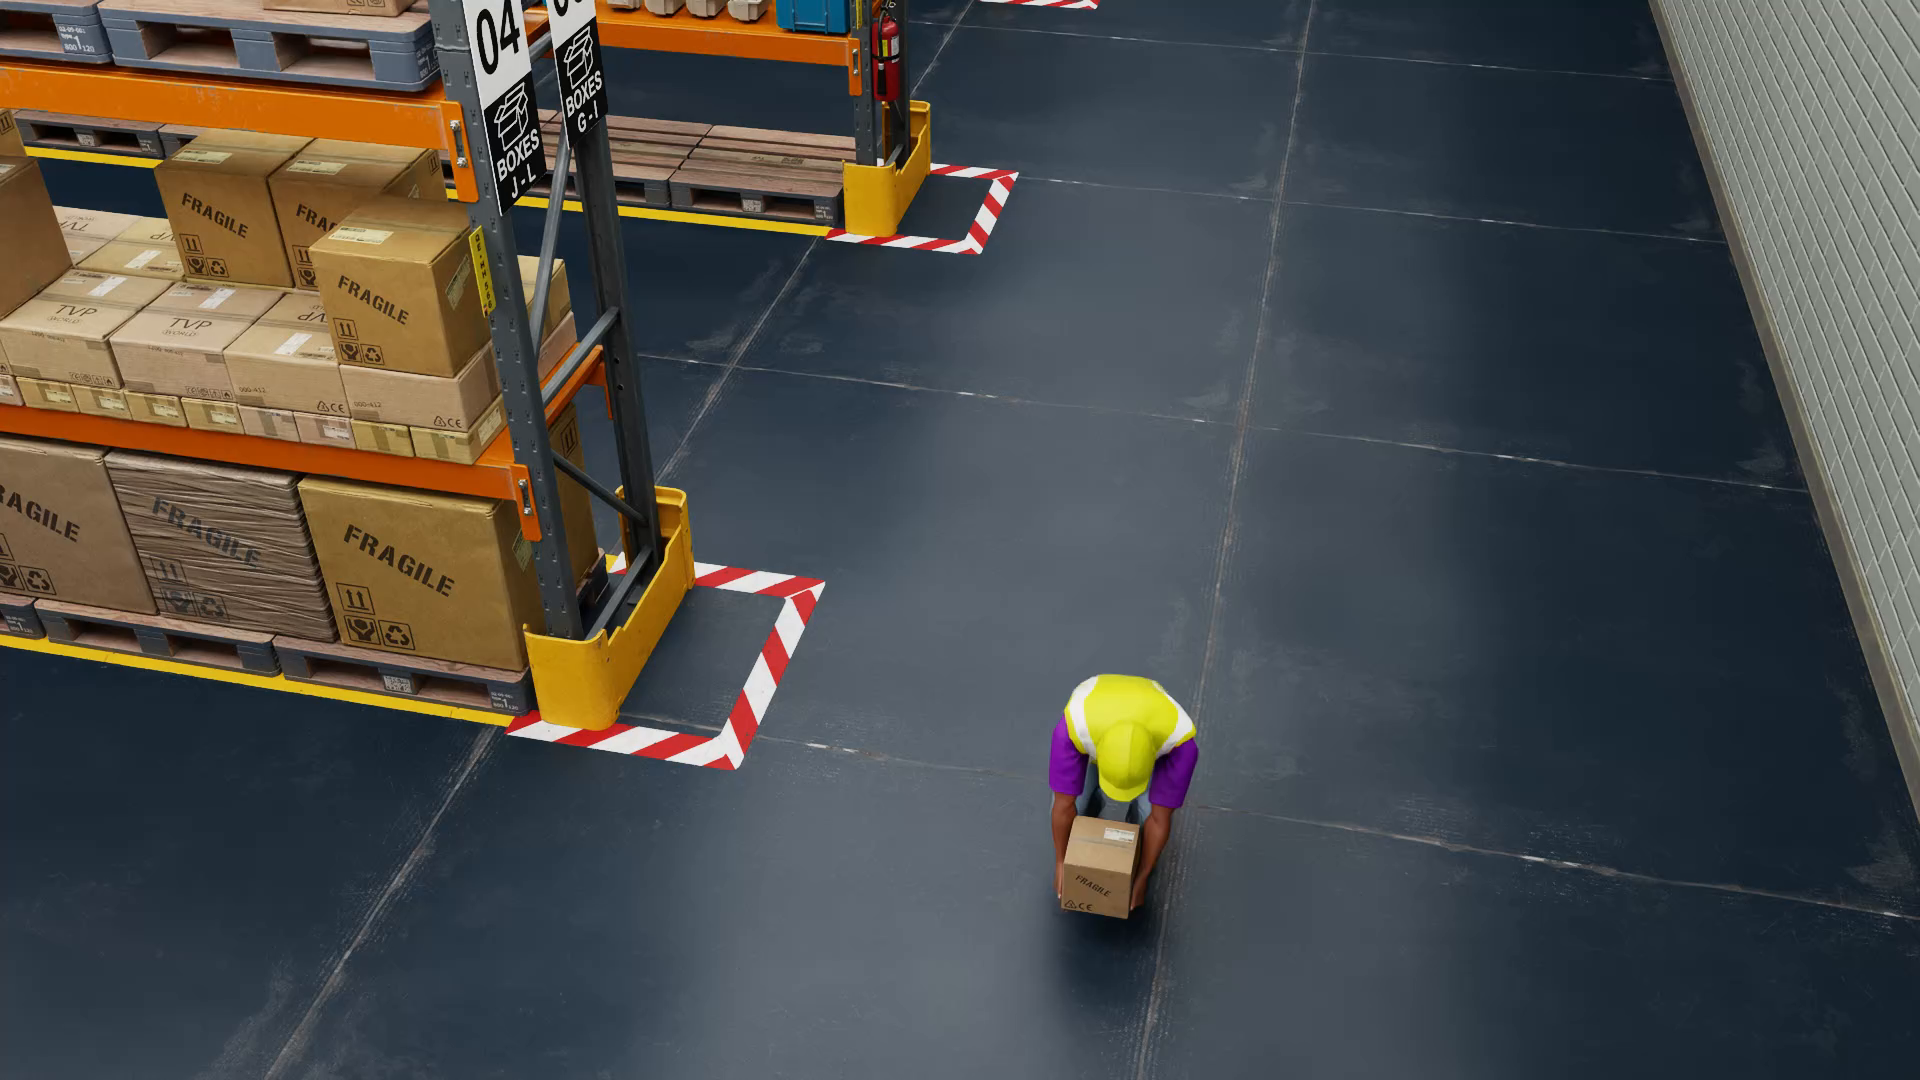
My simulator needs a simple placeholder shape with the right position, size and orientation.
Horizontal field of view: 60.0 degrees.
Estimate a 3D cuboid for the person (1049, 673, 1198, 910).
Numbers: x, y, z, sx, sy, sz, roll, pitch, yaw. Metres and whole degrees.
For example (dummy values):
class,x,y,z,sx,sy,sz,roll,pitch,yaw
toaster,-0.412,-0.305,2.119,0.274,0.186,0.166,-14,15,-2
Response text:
class,x,y,z,sx,sy,sz,roll,pitch,yaw
person,0.629,0.890,6.382,0.540,1.009,0.908,7,37,9
